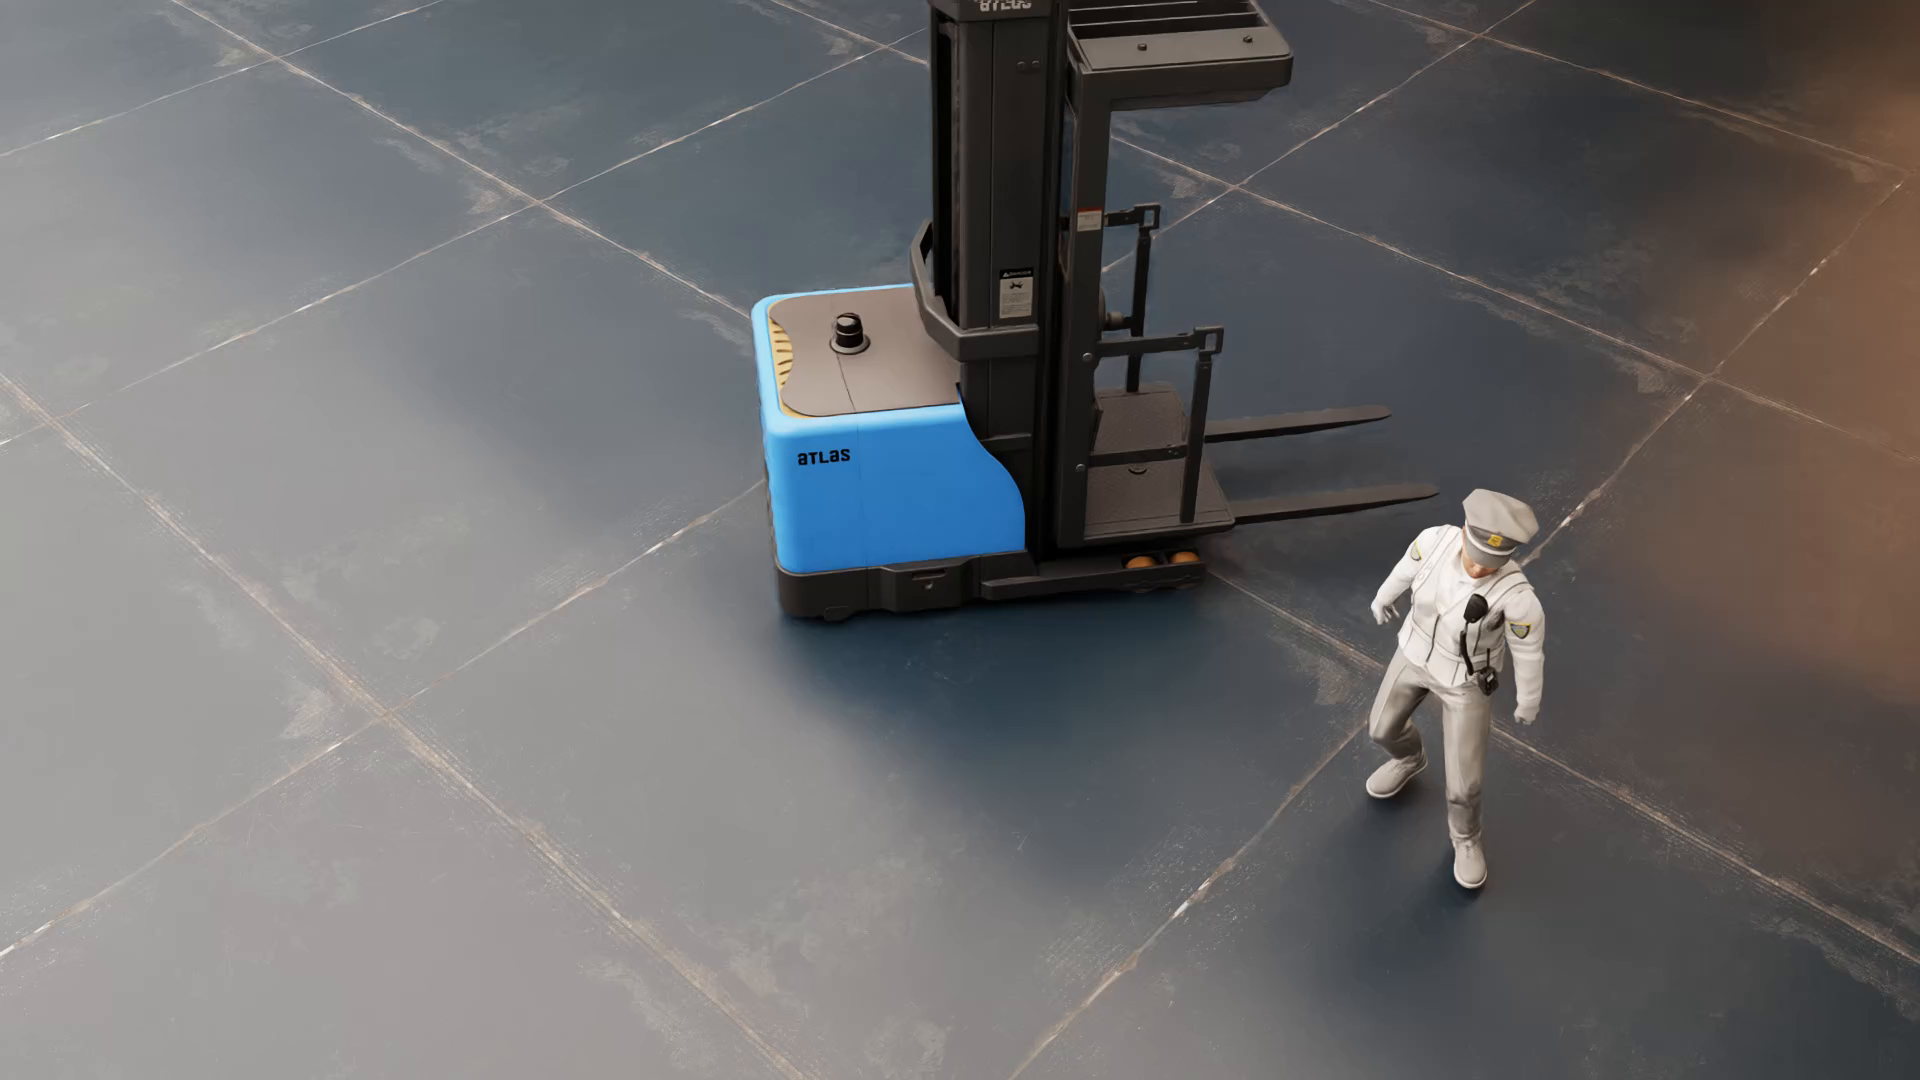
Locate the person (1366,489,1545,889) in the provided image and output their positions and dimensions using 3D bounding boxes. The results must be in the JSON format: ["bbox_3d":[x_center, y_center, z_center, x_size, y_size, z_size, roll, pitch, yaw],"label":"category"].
[{"bbox_3d":[1.737,0.437,5.879,0.422,1.602,0.794,-27,47,-28],"label":"person"}]

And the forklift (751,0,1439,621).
[{"bbox_3d":[0.640,-1.212,6.841,3.031,2.935,1.130,-6,41,-7],"label":"forklift"}]
